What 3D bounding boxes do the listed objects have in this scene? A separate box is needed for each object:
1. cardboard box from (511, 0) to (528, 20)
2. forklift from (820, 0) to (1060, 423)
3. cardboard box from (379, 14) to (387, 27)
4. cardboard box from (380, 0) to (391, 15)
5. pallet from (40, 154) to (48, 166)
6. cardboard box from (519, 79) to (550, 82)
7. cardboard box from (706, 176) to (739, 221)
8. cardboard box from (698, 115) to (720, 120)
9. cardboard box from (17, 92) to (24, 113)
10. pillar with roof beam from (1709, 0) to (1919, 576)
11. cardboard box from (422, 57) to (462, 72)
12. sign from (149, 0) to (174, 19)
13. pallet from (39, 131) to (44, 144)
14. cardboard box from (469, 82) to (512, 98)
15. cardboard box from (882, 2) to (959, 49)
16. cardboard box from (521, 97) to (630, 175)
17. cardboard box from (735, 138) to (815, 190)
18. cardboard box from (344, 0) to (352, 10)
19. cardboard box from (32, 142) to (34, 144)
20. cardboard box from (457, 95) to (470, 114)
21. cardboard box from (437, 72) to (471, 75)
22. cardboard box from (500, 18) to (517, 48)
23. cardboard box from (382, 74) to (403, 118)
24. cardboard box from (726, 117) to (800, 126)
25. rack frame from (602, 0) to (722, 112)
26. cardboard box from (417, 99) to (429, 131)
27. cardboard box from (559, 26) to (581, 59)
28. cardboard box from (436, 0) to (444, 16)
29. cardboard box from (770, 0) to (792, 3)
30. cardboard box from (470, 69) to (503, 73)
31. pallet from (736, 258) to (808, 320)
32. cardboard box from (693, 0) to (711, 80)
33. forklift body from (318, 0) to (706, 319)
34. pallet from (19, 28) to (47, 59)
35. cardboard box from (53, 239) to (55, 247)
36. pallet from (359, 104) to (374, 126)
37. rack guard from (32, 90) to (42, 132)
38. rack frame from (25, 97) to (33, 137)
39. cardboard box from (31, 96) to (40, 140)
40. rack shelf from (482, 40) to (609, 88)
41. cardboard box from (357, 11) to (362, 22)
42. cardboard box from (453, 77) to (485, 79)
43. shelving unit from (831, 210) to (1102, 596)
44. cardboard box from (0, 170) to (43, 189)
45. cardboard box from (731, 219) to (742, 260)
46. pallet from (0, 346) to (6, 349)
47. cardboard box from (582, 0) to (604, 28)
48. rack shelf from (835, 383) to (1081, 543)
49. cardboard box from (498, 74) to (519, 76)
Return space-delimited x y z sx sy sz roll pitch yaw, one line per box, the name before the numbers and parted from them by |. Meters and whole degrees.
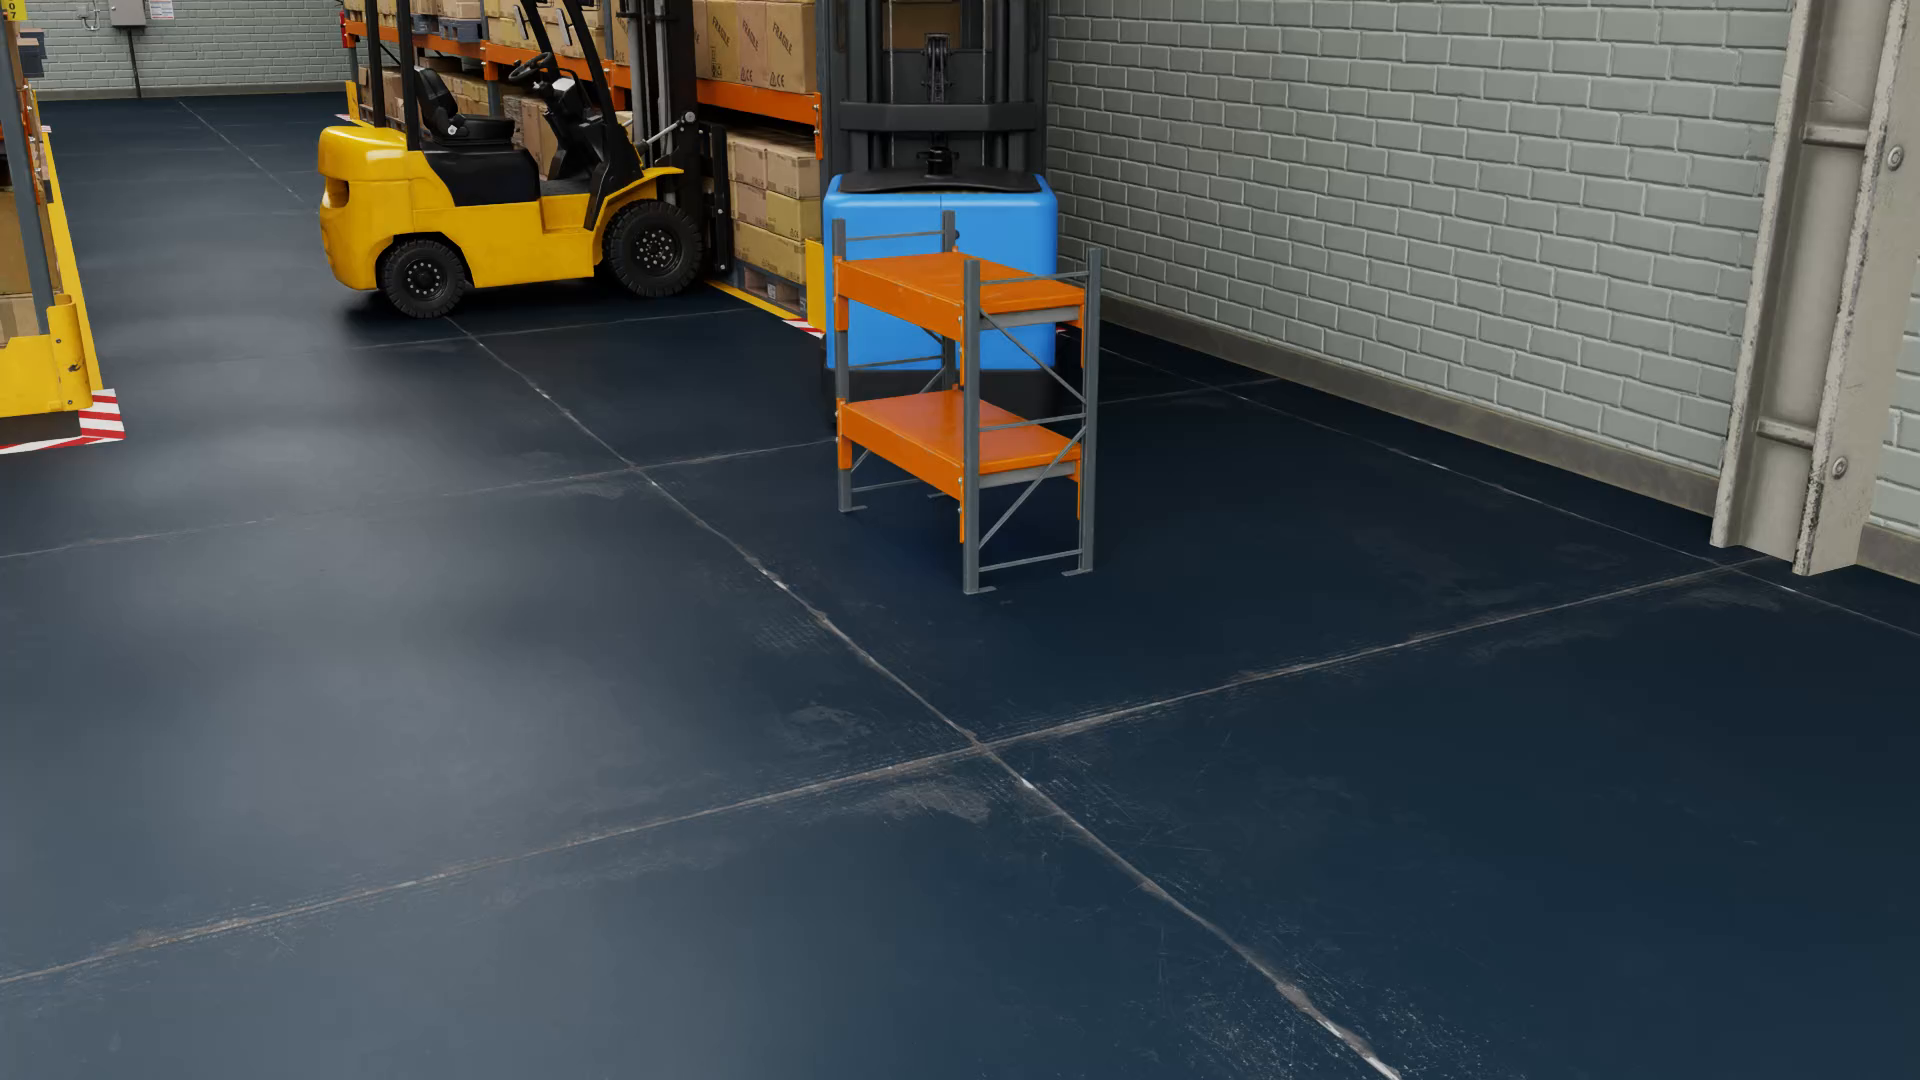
cardboard box | -3.674 -4.755 14.777 0.500 0.250 0.500 -11 22 -28
forklift | -0.121 -2.332 8.398 1.130 2.935 3.031 -1 19 -1
cardboard box | -6.946 -6.424 20.536 0.380 0.149 0.250 -10 22 -27
cardboard box | -6.746 -6.520 20.201 0.500 0.250 0.500 -10 21 -26
pallet | -9.389 -3.552 16.100 1.003 0.211 1.213 -10 21 -27
cardboard box | -4.451 -4.805 17.652 0.380 0.149 0.250 -11 22 -29
cardboard box | -1.339 -2.272 10.923 0.500 0.250 0.500 -11 22 -28
cardboard box | -2.052 -2.939 12.089 0.500 0.250 0.500 -10 21 -27
cardboard box | -4.953 -2.235 8.395 0.380 0.149 0.250 -10 21 -26
pillar with roof beam | -0.817 -3.541 2.599 9.100 9.000 0.400 -10 21 -27
cardboard box | -5.937 -5.453 19.073 0.380 0.149 0.250 -11 22 -29
sign | -12.748 -8.568 26.509 0.329 0.494 0.001 -10 21 -27
pallet | -10.697 -4.342 18.392 1.003 0.211 1.213 -10 21 -27
cardboard box | -4.839 -4.634 17.156 0.380 0.149 0.250 -11 22 -28
cardboard box | -0.331 -2.988 10.038 0.500 0.500 0.500 -9 21 -25
cardboard box | -3.537 -3.760 15.427 0.875 0.625 0.625 -9 21 -25
cardboard box | -1.081 -2.356 10.400 0.500 0.250 0.500 -10 21 -26
cardboard box | -7.959 -7.246 22.306 0.500 0.250 0.500 -10 21 -26
cardboard box | -6.089 -2.259 10.500 0.500 0.500 0.500 -10 22 -27
cardboard box | -5.008 -4.452 17.623 0.500 0.500 0.500 -9 21 -24
cardboard box | -5.771 -5.240 18.912 0.380 0.149 0.250 -11 22 -29
cardboard box | -3.909 -4.671 15.298 0.500 0.250 0.500 -10 22 -28
cardboard box | -6.866 -5.626 21.024 0.700 0.500 0.500 -11 22 -29
cardboard box | -1.353 -2.873 11.898 0.500 0.250 0.500 -10 21 -26
rack frame | -2.239 -3.904 12.845 1.000 3.000 0.127 -10 21 -27
cardboard box | -6.007 -5.043 19.337 0.500 0.500 0.500 -9 21 -24
cardboard box | -2.953 -4.080 13.587 0.500 0.250 0.500 -10 21 -27
cardboard box | -5.077 -5.739 17.363 0.797 0.503 0.637 -11 22 -28
cardboard box | -0.899 -3.234 9.758 0.380 0.149 0.250 -10 21 -26
cardboard box | -5.480 -5.388 19.341 0.380 0.149 0.250 -10 21 -27
pallet | -0.740 -1.650 10.590 1.003 0.211 1.213 -10 21 -27
cardboard box | -1.535 -3.343 11.068 0.500 0.500 0.500 -10 21 -26
forklift body | -2.846 -2.616 10.415 2.313 2.155 1.214 -10 21 -27
pallet | -8.073 -4.003 13.428 1.213 0.211 1.003 -10 21 -27
cardboard box | -5.827 -1.753 10.185 0.500 0.250 0.500 -11 22 -28
pallet | -7.522 -5.780 22.557 1.003 0.211 1.213 -10 21 -27
rack guard | -12.316 -5.404 21.025 1.175 0.500 0.348 -10 21 -27
rack frame | -8.505 -4.282 13.942 1.000 3.000 0.127 -10 21 -27
cardboard box | -10.609 -4.614 18.190 0.875 0.438 0.875 -10 22 -27
rack shelf | -3.189 -4.138 14.627 1.077 0.370 4.000 -10 21 -27
cardboard box | -7.862 -7.027 22.282 0.380 0.149 0.250 -9 21 -25
cardboard box | -5.273 -4.941 18.047 0.380 0.149 0.250 -10 21 -26
shelving unit | -0.003 -0.534 5.954 0.538 1.125 1.048 -10 21 -27
cardboard box | -5.110 -1.669 8.792 0.500 0.500 0.500 -11 22 -29
cardboard box | -1.299 -2.029 10.985 0.500 0.250 0.500 -10 21 -26
pallet | -5.097 -0.928 8.496 1.003 0.211 1.213 -10 21 -27
cardboard box | -2.698 -4.170 13.082 0.500 0.250 0.500 -10 22 -28
rack shelf | -0.003 -0.303 6.033 0.538 0.278 1.000 -10 21 -27
cardboard box | -4.958 -5.098 18.500 0.380 0.149 0.250 -10 21 -26
